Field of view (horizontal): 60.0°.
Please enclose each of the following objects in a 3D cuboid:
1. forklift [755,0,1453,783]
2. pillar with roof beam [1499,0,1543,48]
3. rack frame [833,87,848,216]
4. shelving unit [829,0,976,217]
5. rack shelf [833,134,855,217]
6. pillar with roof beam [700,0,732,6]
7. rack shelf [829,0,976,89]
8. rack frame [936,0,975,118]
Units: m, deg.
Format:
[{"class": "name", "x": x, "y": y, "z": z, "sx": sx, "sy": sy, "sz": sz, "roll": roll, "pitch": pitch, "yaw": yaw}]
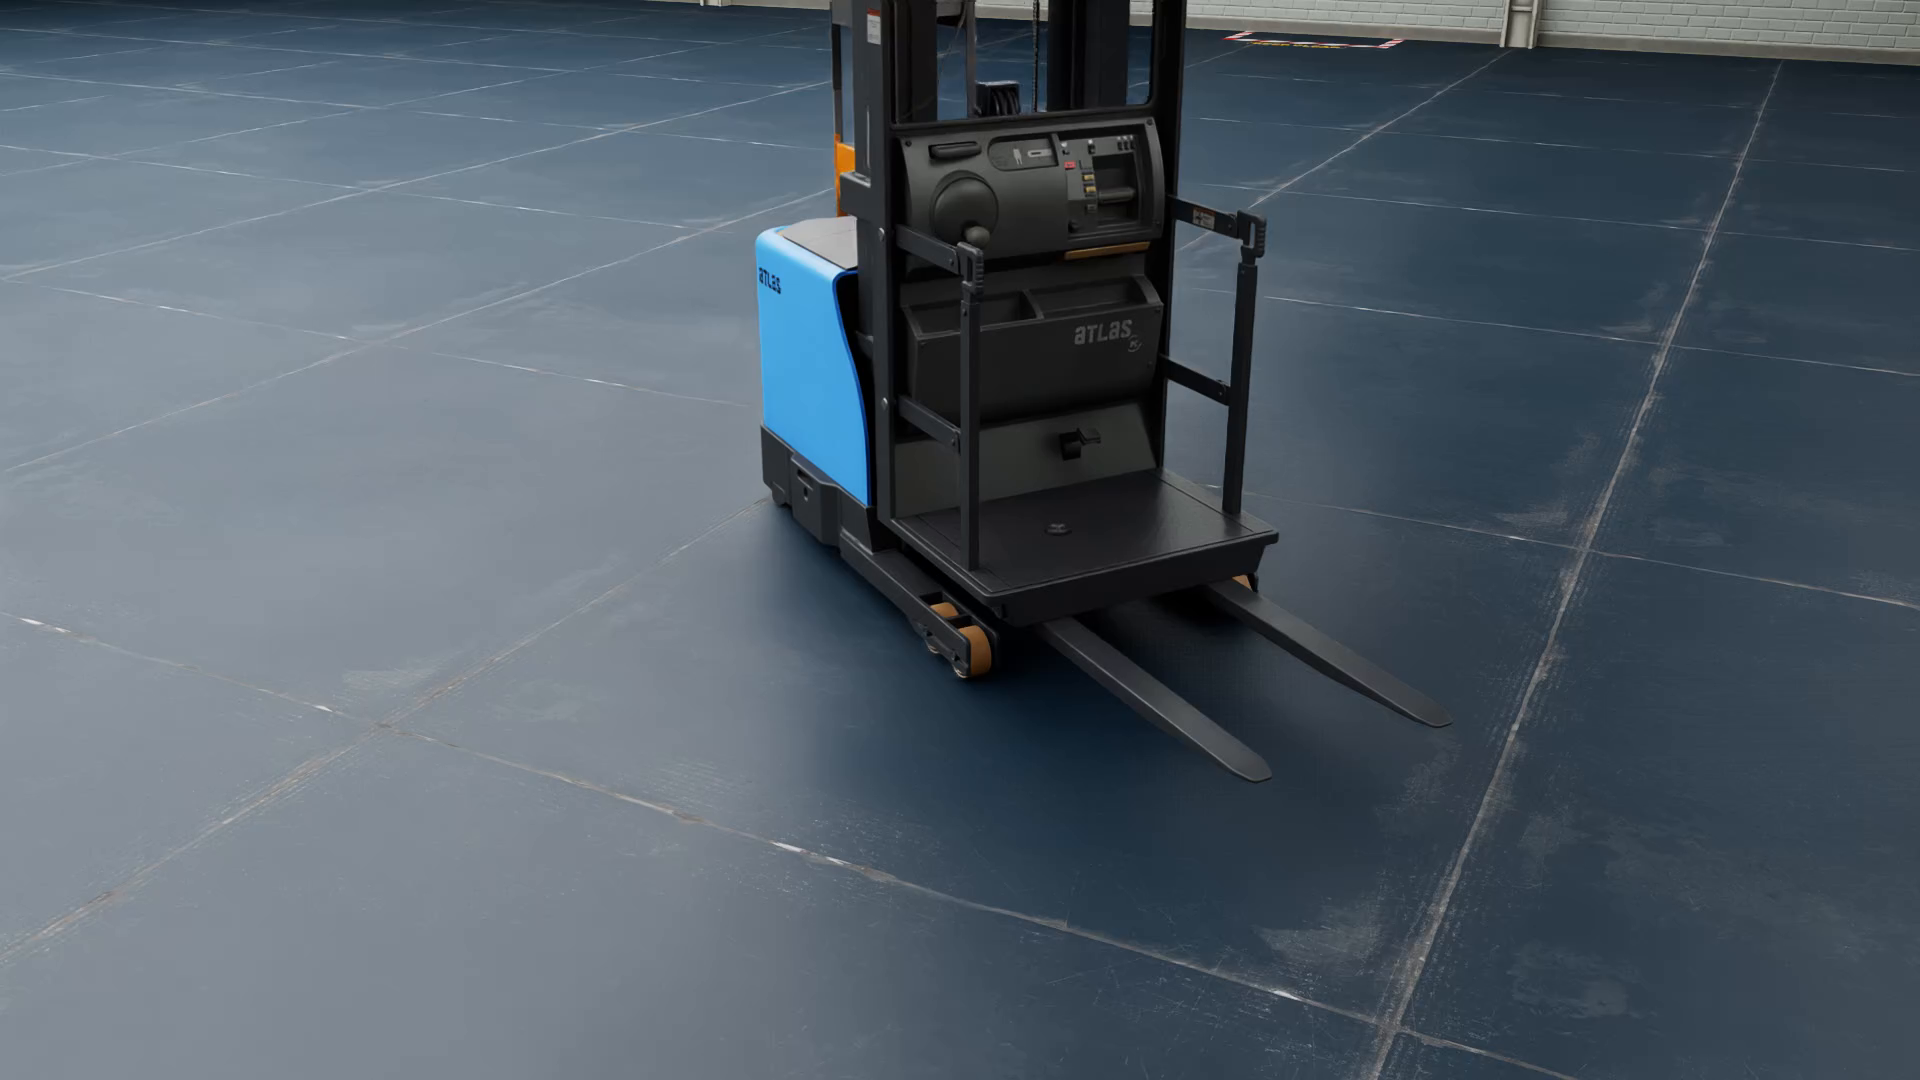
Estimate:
[{"class": "forklift", "x": 0.344, "y": -1.113, "z": 5.122, "sx": 1.130, "sy": 2.935, "sz": 3.031, "roll": -12, "pitch": 26, "yaw": -25}, {"class": "pillar with roof beam", "x": 5.005, "y": -8.783, "z": 15.405, "sx": 0.400, "sy": 9.000, "sz": 9.100, "roll": 11, "pitch": 25, "yaw": 25}, {"class": "rack frame", "x": -0.338, "y": -1.493, "z": 7.076, "sx": 0.400, "sy": 2.100, "sz": 0.015, "roll": -11, "pitch": 25, "yaw": -24}, {"class": "shelving unit", "x": -0.230, "y": -1.410, "z": 6.874, "sx": 0.431, "sy": 2.100, "sz": 0.503, "roll": -11, "pitch": 25, "yaw": -24}, {"class": "rack shelf", "x": -0.230, "y": -1.397, "z": 6.879, "sx": 0.431, "sy": 0.518, "sz": 0.480, "roll": -11, "pitch": 25, "yaw": -24}, {"class": "pillar with roof beam", "x": -5.704, "y": -10.902, "z": 20.387, "sx": 0.400, "sy": 9.000, "sz": 9.100, "roll": 11, "pitch": 25, "yaw": 25}, {"class": "rack shelf", "x": -0.234, "y": -2.045, "z": 6.613, "sx": 0.431, "sy": 0.518, "sz": 0.480, "roll": -11, "pitch": 25, "yaw": -24}, {"class": "rack frame", "x": -0.121, "y": -1.328, "z": 6.672, "sx": 0.400, "sy": 2.100, "sz": 0.015, "roll": -11, "pitch": 25, "yaw": -24}]
